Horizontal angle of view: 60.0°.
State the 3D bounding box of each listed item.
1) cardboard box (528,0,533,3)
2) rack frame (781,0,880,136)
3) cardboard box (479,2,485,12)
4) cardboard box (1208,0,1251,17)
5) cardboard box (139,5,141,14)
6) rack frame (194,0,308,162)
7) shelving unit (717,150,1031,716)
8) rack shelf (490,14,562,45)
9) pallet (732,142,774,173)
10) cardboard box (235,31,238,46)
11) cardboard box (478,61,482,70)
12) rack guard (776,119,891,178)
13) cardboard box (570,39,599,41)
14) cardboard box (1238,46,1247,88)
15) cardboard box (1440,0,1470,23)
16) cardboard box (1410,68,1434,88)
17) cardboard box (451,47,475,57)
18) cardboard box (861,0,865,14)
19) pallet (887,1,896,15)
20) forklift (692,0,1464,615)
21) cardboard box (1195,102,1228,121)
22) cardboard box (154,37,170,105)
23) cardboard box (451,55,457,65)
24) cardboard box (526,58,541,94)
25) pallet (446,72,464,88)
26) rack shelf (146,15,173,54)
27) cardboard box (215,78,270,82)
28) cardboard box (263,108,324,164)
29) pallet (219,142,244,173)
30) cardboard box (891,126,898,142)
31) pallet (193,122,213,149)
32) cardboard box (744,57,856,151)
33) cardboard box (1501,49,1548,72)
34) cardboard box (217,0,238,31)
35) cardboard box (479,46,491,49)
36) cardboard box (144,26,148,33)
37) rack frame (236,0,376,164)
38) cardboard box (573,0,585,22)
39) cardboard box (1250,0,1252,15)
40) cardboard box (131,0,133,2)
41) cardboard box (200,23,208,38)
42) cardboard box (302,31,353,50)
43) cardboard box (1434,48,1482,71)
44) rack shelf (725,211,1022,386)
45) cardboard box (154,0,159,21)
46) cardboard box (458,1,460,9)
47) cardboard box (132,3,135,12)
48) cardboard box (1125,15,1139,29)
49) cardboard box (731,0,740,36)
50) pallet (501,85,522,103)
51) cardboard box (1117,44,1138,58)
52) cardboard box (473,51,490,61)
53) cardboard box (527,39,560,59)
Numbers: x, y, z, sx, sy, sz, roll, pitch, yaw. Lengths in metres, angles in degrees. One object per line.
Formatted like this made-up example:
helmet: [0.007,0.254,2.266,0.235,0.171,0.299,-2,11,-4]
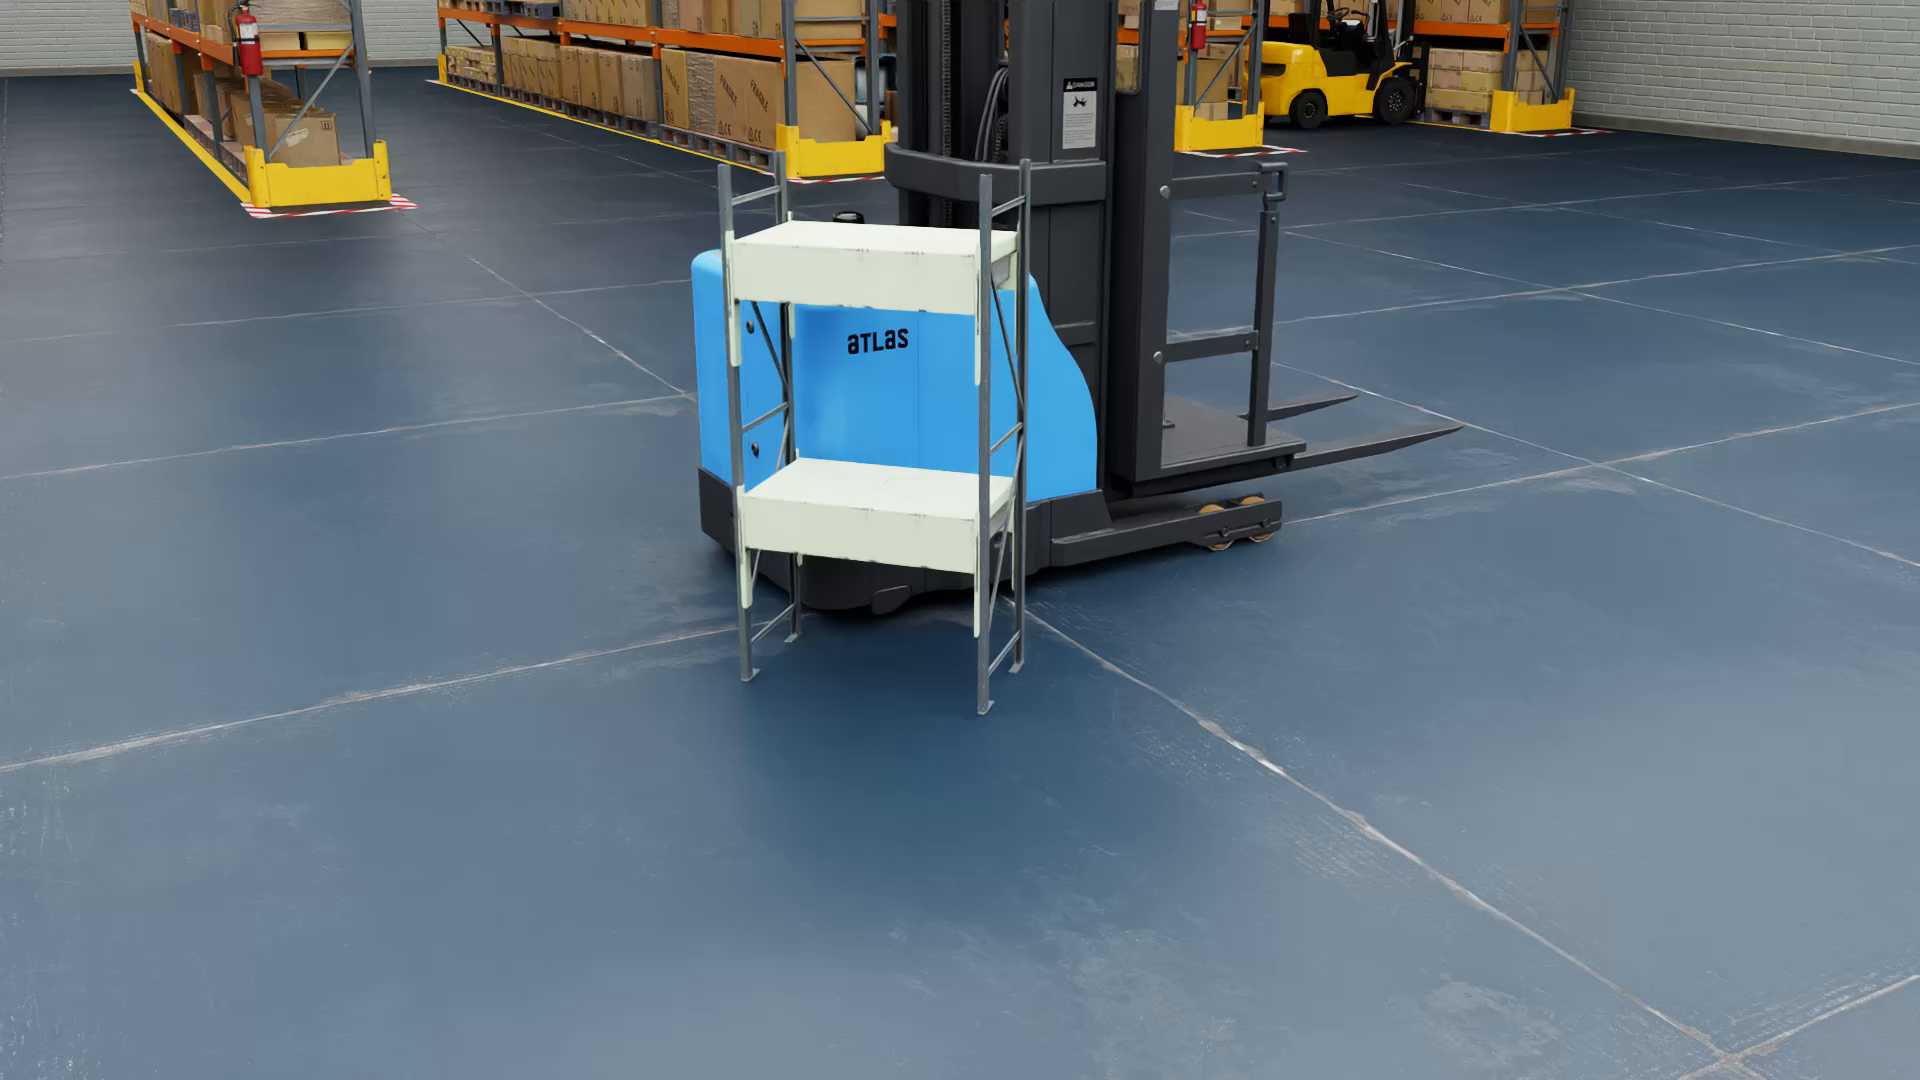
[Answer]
cardboard box: [-5.967,-7.778,23.816,0.380,0.149,0.250,-10,21,-26]
rack frame: [-1.290,-5.186,16.562,1.000,3.000,0.127,-10,21,-27]
cardboard box: [-7.549,-8.615,26.884,0.380,0.149,0.250,-11,22,-28]
cardboard box: [3.037,-6.349,19.322,0.500,0.500,0.500,-10,22,-27]
cardboard box: [-12.324,-8.105,25.407,0.380,0.149,0.250,-10,21,-26]
rack frame: [-7.603,-5.595,17.748,1.000,3.000,0.127,-10,21,-27]
shelving unit: [-0.226,-0.312,4.737,0.755,1.500,0.431,6,20,17]
rack shelf: [-6.039,-7.717,24.999,1.077,0.370,4.000,-10,21,-27]
pallet: [-1.739,-4.085,17.647,1.003,0.211,1.213,-10,21,-27]
cardboard box: [-6.408,-4.588,15.214,0.380,0.149,0.250,-10,21,-27]
cardboard box: [-7.871,-7.971,27.903,0.380,0.149,0.250,-9,21,-25]
rack guard: [-1.279,-3.998,16.950,1.175,0.500,0.348,-10,21,-27]
cardboard box: [-5.668,-7.379,24.956,0.500,0.250,0.500,-10,21,-26]
cardboard box: [4.866,-7.348,25.824,0.875,0.625,0.625,-10,22,-27]
cardboard box: [6.682,-7.050,21.811,0.500,0.500,0.500,-9,21,-25]
cardboard box: [6.386,-6.269,22.505,0.500,0.250,0.500,-11,22,-28]
cardboard box: [-8.695,-8.556,29.142,0.380,0.149,0.250,-10,21,-27]
cardboard box: [-1.250,-8.313,25.853,0.500,0.250,0.500,-11,22,-29]
pallet: [-0.349,-8.000,25.010,1.213,0.211,1.003,-10,21,-27]
forklift: [0.592,-1.481,5.930,3.031,2.935,1.130,-11,22,-29]
cardboard box: [2.878,-5.155,20.044,0.500,0.250,0.500,-10,21,-27]
cardboard box: [-10.228,-6.396,22.682,1.225,0.875,0.875,-10,21,-26]
cardboard box: [-8.785,-8.493,29.417,0.380,0.149,0.250,-10,21,-27]
cardboard box: [-6.141,-6.947,24.853,0.500,0.500,0.500,-11,22,-29]
pallet: [-8.497,-8.201,29.573,1.003,0.211,1.213,-10,21,-27]
rack shelf: [-10.452,-6.978,22.857,1.077,0.370,4.000,-10,21,-27]
cardboard box: [-8.617,-5.262,19.939,0.700,0.500,0.500,-8,21,-22]
cardboard box: [-6.299,-3.812,15.768,0.500,0.500,0.500,-4,20,-12]
pallet: [-7.253,-4.090,17.660,1.003,0.211,1.213,-10,21,-27]
cardboard box: [-0.753,-4.834,19.733,0.396,0.266,0.258,-6,20,-17]
pallet: [-8.557,-4.851,19.866,1.003,0.211,1.213,-10,21,-27]
cardboard box: [-1.671,-4.565,17.375,0.875,0.875,0.875,-10,21,-26]
cardboard box: [7.323,-6.291,21.802,0.500,0.250,0.500,-10,22,-27]
cardboard box: [-6.284,-4.922,15.187,0.875,0.500,0.500,-10,21,-27]
cardboard box: [-8.345,-8.718,29.611,0.380,0.149,0.250,-10,21,-26]
cardboard box: [-12.927,-8.063,27.512,0.875,0.875,0.875,-10,21,-27]
rack frame: [-5.703,-4.447,14.420,1.000,3.000,0.127,-10,21,-27]
cardboard box: [-4.870,-7.214,22.285,0.500,0.500,0.500,-10,22,-27]
cardboard box: [4.563,-8.224,25.596,0.500,0.250,0.500,-10,21,-26]
cardboard box: [-13.058,-8.782,26.757,0.500,0.250,0.500,-10,22,-27]
cardboard box: [-7.658,-5.294,17.261,0.380,0.149,0.250,-10,21,-27]
cardboard box: [-5.629,-4.447,14.805,0.380,0.149,0.250,-10,21,-27]
cardboard box: [6.644,-6.353,21.982,0.500,0.250,0.500,-10,21,-26]
rack shelf: [-0.226,-0.681,4.609,0.720,0.370,0.431,6,20,17]
cardboard box: [-10.677,-7.333,22.630,0.500,0.500,0.500,-10,21,-26]
cardboard box: [-8.434,-9.230,28.666,0.380,0.149,0.250,-10,22,-27]
cardboard box: [-13.053,-8.547,26.686,0.380,0.149,0.250,-10,22,-27]
cardboard box: [2.182,-6.139,19.709,0.380,0.149,0.250,-10,21,-26]
cardboard box: [-1.942,-5.691,17.796,0.875,0.550,0.550,-10,21,-27]
pallet: [-6.618,-7.090,26.353,1.003,0.211,1.213,-10,21,-27]
cardboard box: [2.058,-5.899,20.056,0.380,0.149,0.250,-10,21,-26]
cardboard box: [-7.932,-8.112,27.858,0.380,0.149,0.250,-11,22,-29]
cardboard box: [-6.122,-7.301,24.731,0.500,0.250,0.500,-9,21,-25]
